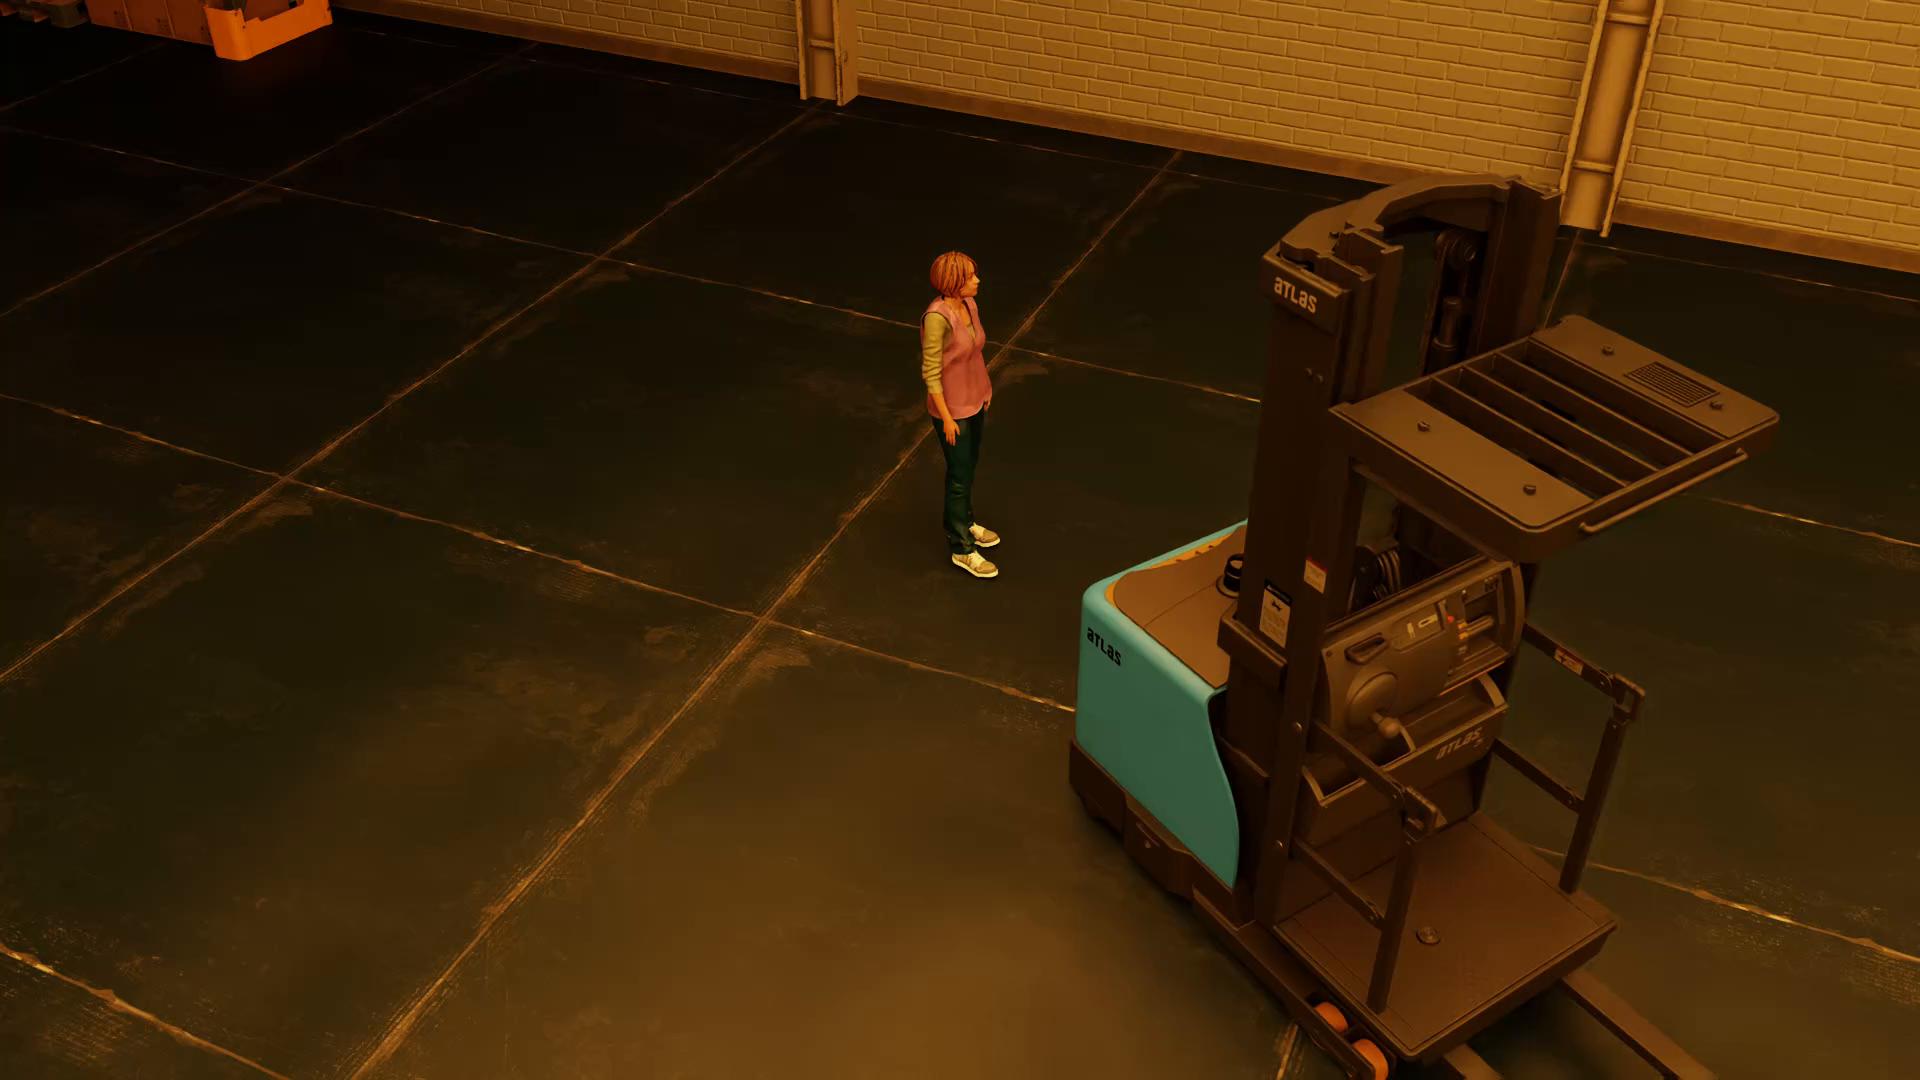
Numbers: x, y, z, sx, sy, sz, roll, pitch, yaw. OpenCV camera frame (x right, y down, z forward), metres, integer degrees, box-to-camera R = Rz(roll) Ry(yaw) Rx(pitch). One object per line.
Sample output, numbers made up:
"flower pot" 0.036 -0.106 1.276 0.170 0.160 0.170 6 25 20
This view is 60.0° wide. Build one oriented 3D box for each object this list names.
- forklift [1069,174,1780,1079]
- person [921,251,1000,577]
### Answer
"forklift" 1.695 0.426 5.489 1.130 2.935 3.031 -21 41 -27
"person" 0.062 -0.631 8.107 0.473 1.599 0.520 15 38 20
